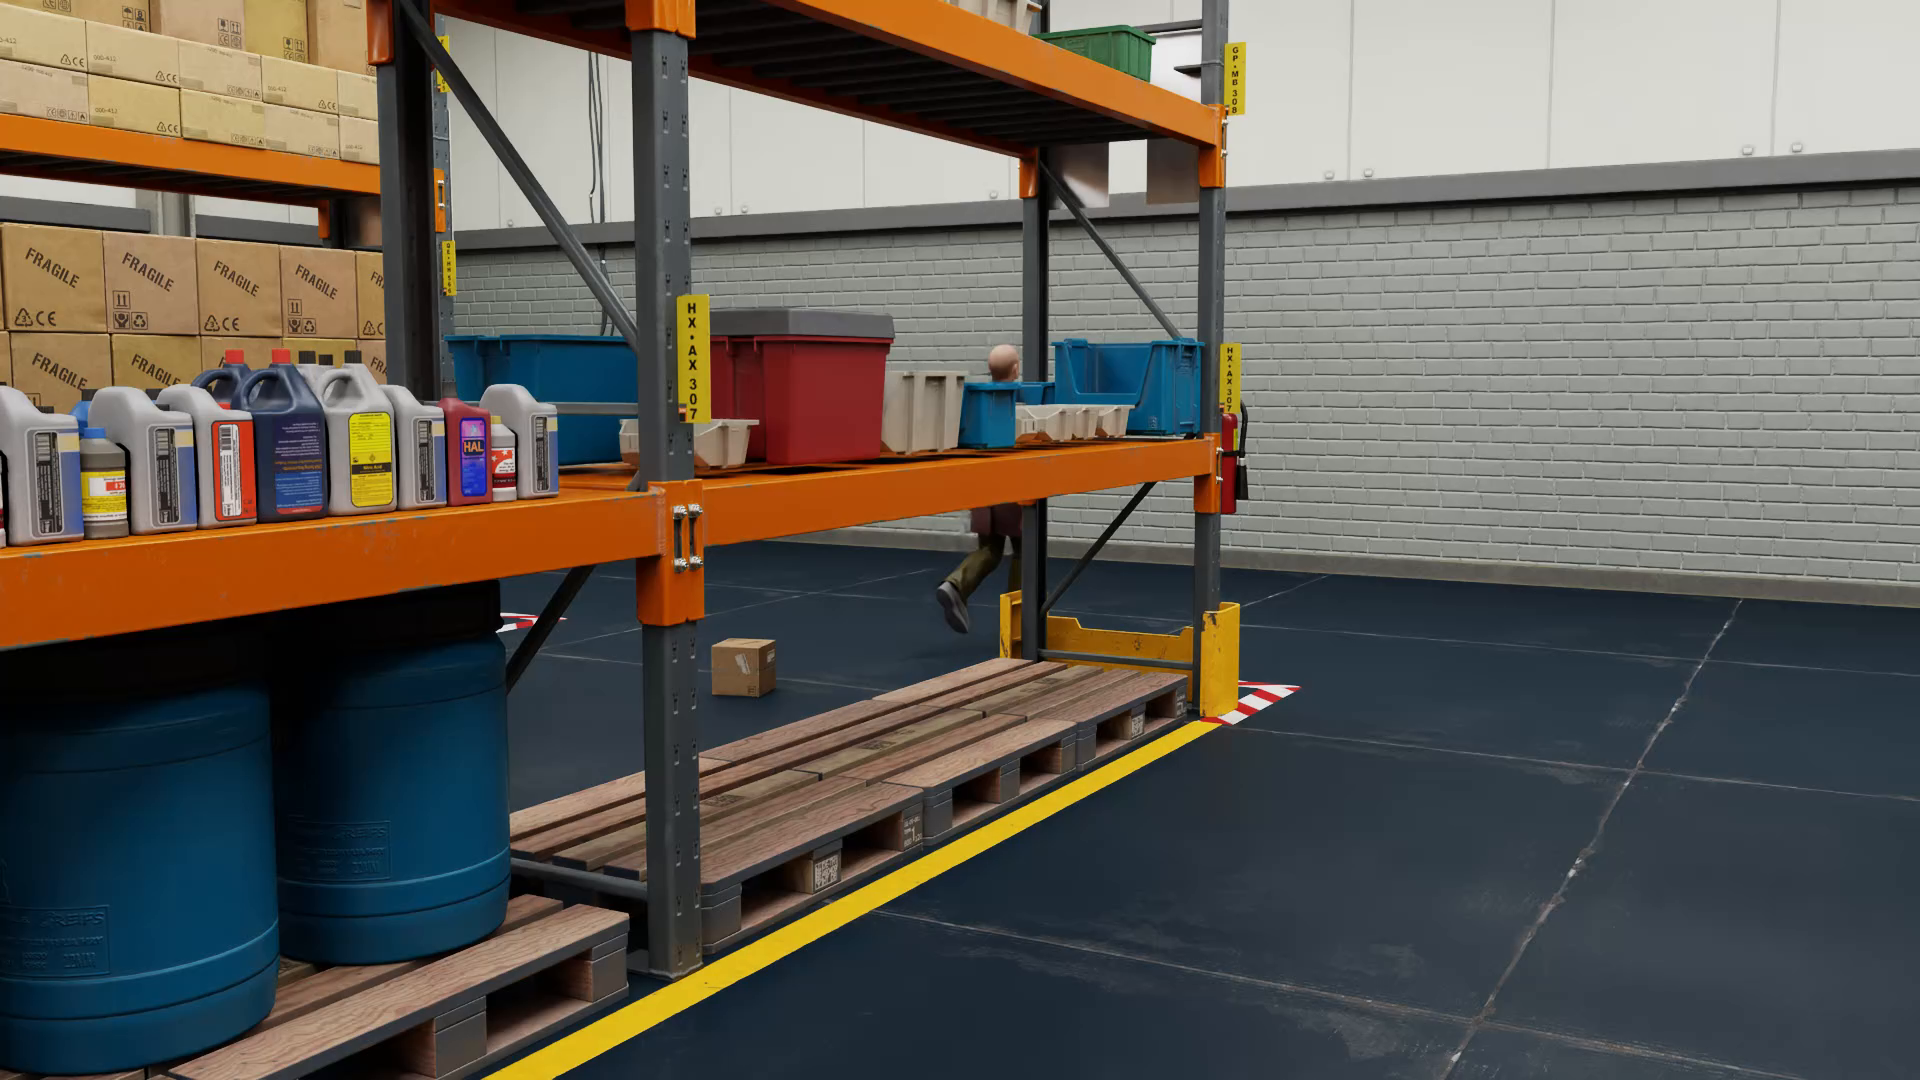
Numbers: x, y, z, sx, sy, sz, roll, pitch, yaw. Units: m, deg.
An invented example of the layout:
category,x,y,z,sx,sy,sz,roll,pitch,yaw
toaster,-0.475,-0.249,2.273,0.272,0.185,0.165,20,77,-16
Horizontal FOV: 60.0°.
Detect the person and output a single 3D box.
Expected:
category,x,y,z,sx,sy,sz,roll,pitch,yaw
person,0.217,-0.276,9.834,0.602,1.752,0.860,5,7,41
